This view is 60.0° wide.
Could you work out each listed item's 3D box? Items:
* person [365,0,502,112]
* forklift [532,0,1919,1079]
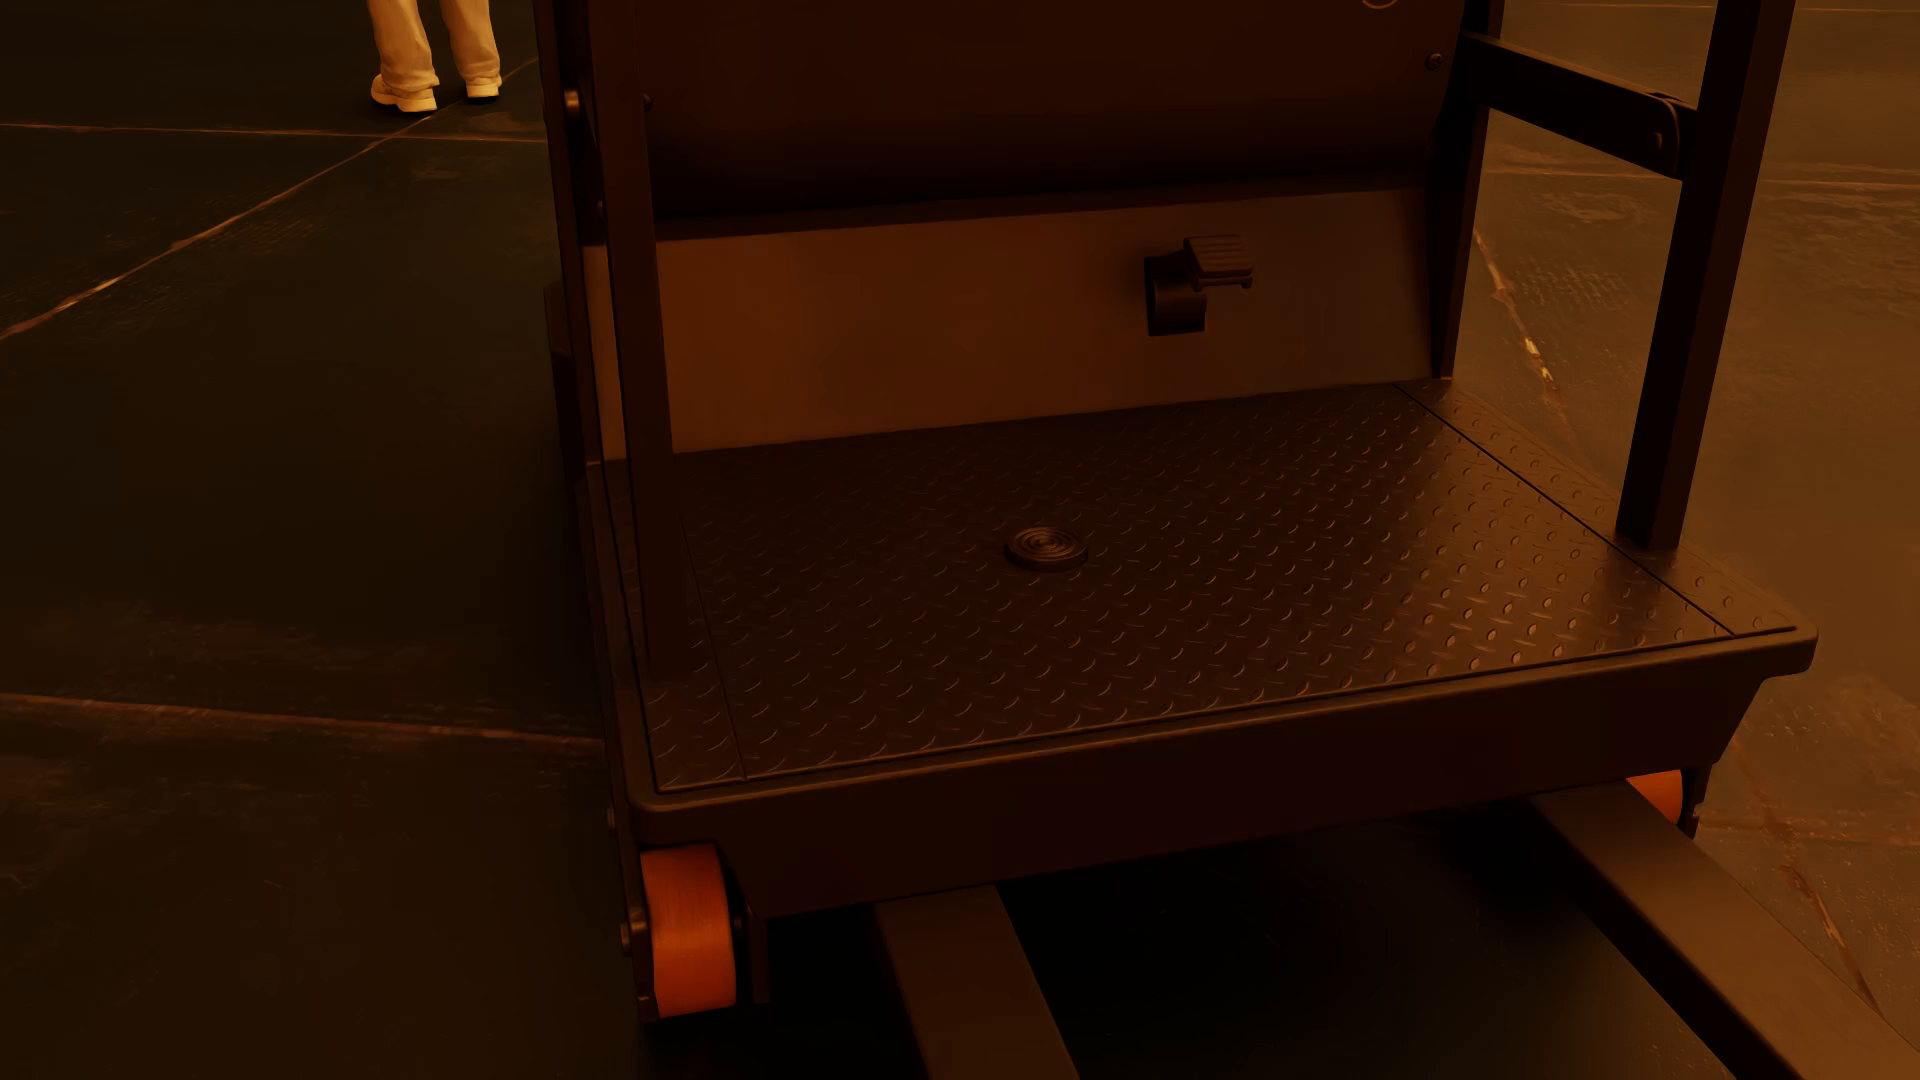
[{"bbox_3d":[-1.718,-2.169,4.841,0.694,1.775,0.571,-13,29,-25],"label":"person"},{"bbox_3d":[0.153,-1.049,1.319,1.130,2.935,3.031,-7,27,-13],"label":"forklift"}]
